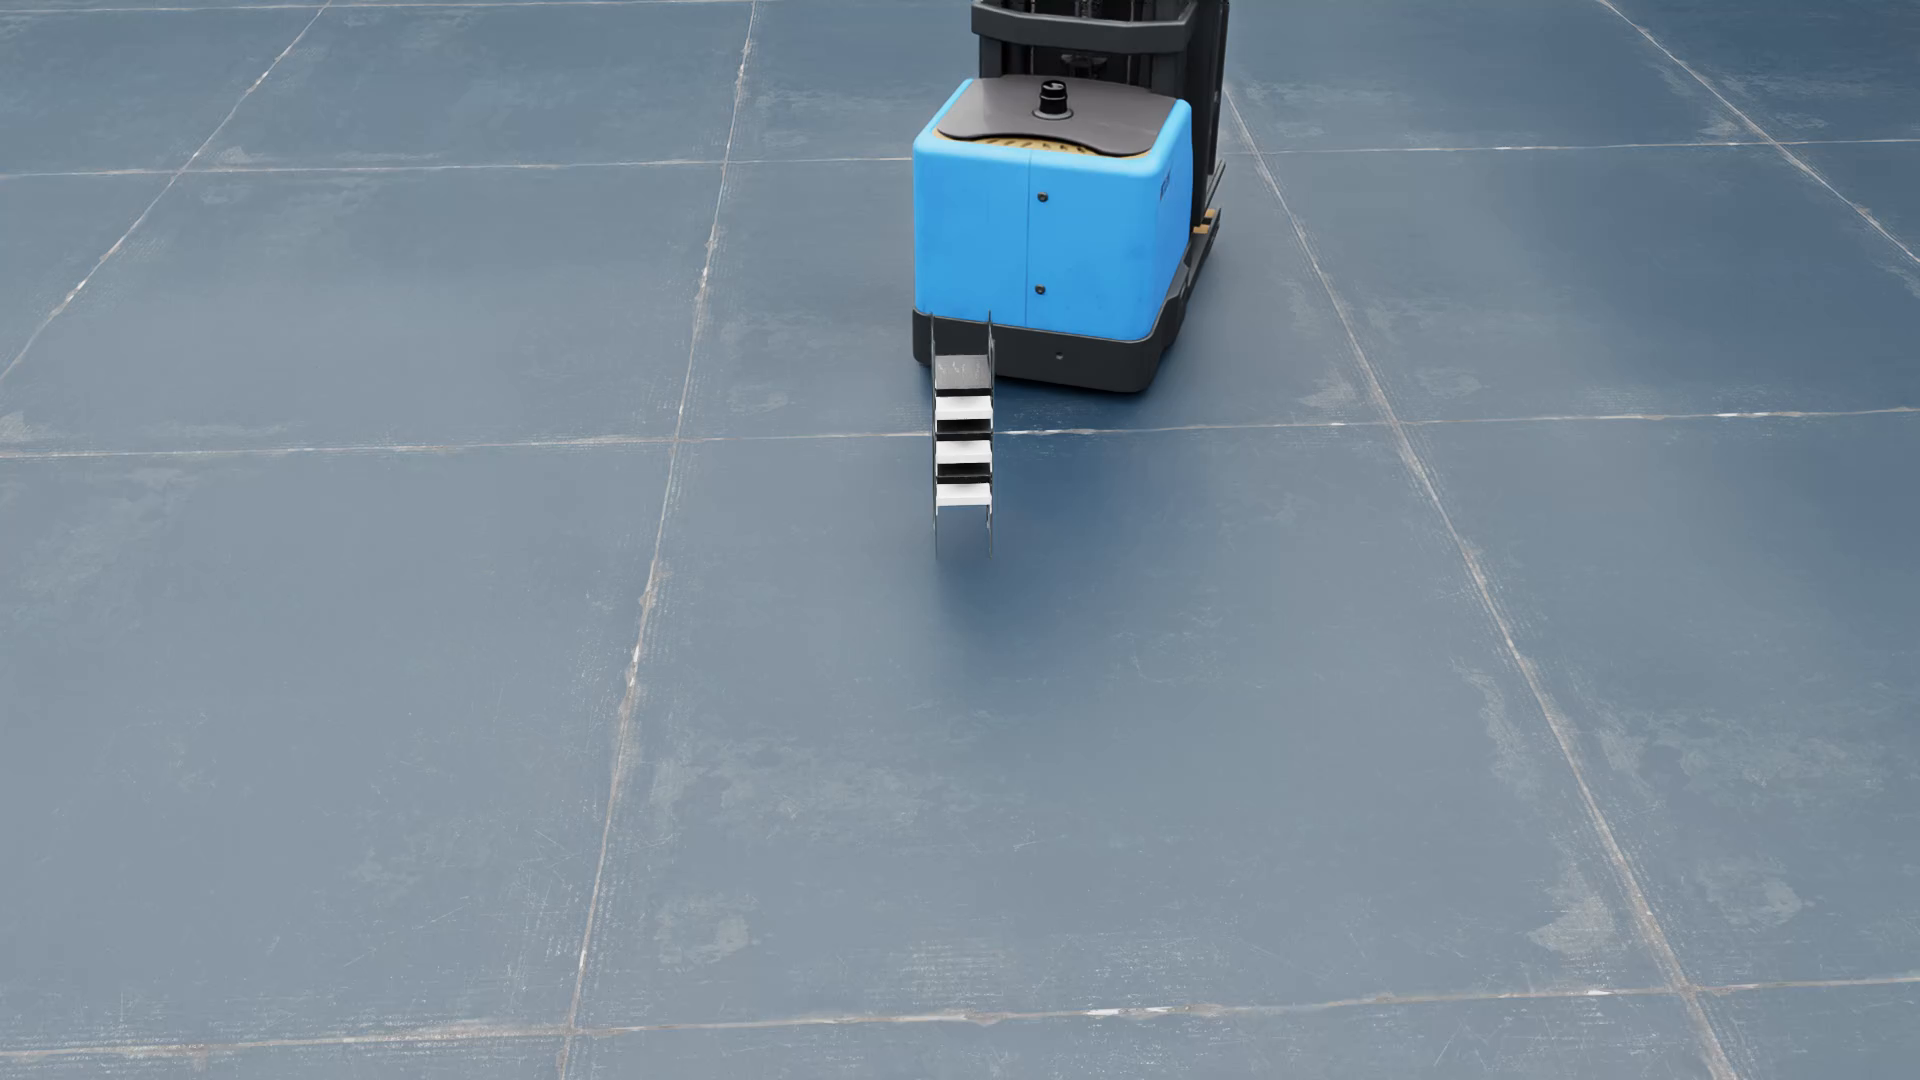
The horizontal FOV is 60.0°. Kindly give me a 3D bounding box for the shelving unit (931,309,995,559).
[{"bbox_3d":[0.008,-0.370,5.994,0.210,0.900,0.258,-2,35,-2],"label":"shelving unit"}]

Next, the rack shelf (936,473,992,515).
[{"bbox_3d":[0.008,-0.195,6.116,0.200,0.077,0.258,-2,35,-2],"label":"rack shelf"}]

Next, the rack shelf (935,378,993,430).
[{"bbox_3d":[0.008,-0.491,5.911,0.200,0.077,0.258,-2,35,-2],"label":"rack shelf"}]

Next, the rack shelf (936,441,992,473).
[{"bbox_3d":[0.008,-0.343,6.013,0.200,0.077,0.258,-2,35,-2],"label":"rack shelf"}]

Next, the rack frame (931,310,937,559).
[{"bbox_3d":[-0.093,-0.367,5.990,0.006,0.900,0.240,-2,35,-2],"label":"rack frame"}]

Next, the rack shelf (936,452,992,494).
[{"bbox_3d":[0.008,-0.269,6.064,0.200,0.077,0.258,-2,35,-2],"label":"rack shelf"}]

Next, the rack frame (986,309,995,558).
[{"bbox_3d":[0.110,-0.373,5.998,0.006,0.900,0.240,-2,35,-2],"label":"rack frame"}]

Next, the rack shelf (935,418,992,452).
[{"bbox_3d":[0.008,-0.417,5.962,0.200,0.077,0.258,-2,35,-2],"label":"rack shelf"}]

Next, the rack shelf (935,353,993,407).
[{"bbox_3d":[0.008,-0.565,5.860,0.200,0.077,0.258,-2,35,-2],"label":"rack shelf"}]

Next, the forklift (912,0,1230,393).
[{"bbox_3d":[0.693,-2.664,7.524,1.130,2.935,3.031,9,36,13],"label":"forklift"}]
